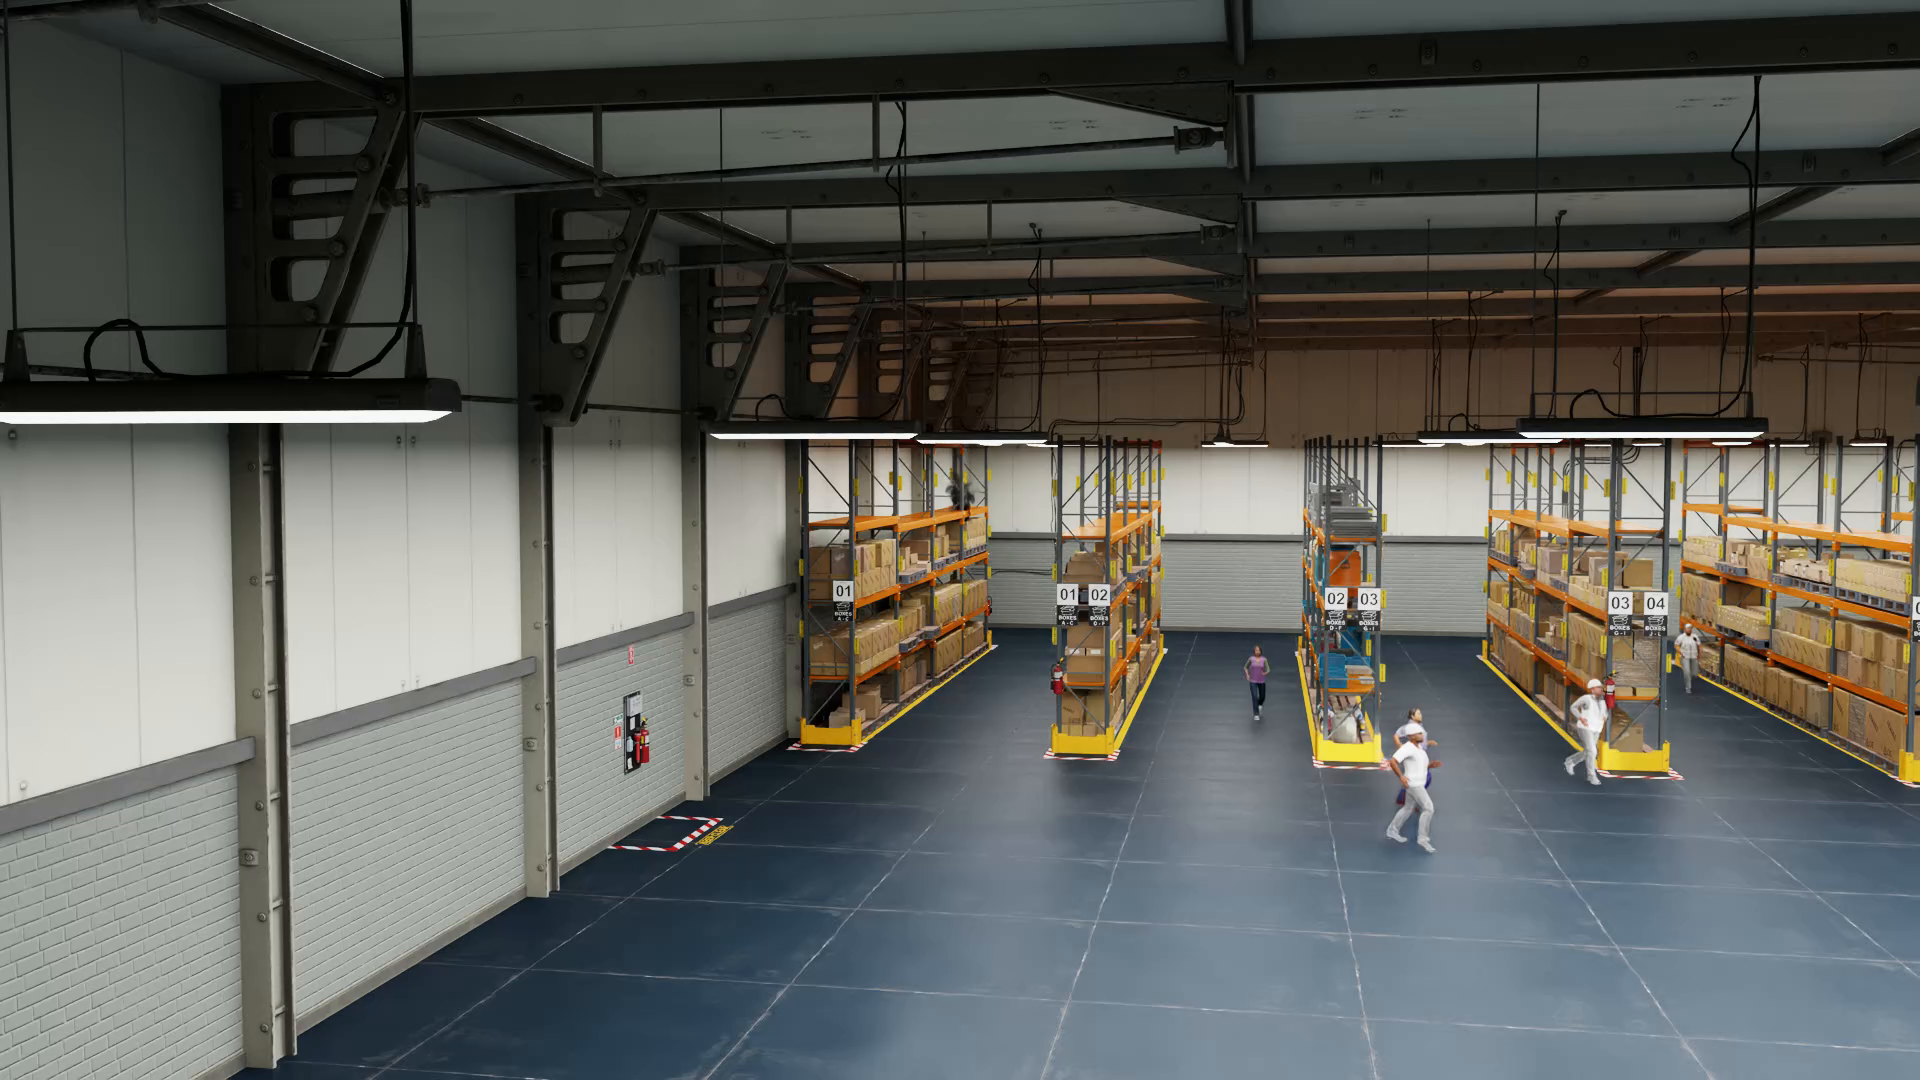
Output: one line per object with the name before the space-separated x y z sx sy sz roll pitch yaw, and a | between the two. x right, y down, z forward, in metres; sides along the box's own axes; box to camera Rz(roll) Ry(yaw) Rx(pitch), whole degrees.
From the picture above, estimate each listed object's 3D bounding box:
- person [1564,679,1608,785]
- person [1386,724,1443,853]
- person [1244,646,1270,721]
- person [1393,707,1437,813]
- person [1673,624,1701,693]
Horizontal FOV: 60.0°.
person | 10.952 3.296 28.891 0.686 1.766 0.886 -1 3 -26
person | 6.514 3.546 23.868 0.777 1.829 0.672 1 3 23
person | 6.316 3.026 35.378 0.546 1.561 0.743 0 3 7
person | 7.230 3.481 26.346 0.663 1.660 0.577 2 4 33
person | 17.276 2.798 39.470 0.616 1.624 0.709 0 3 5
